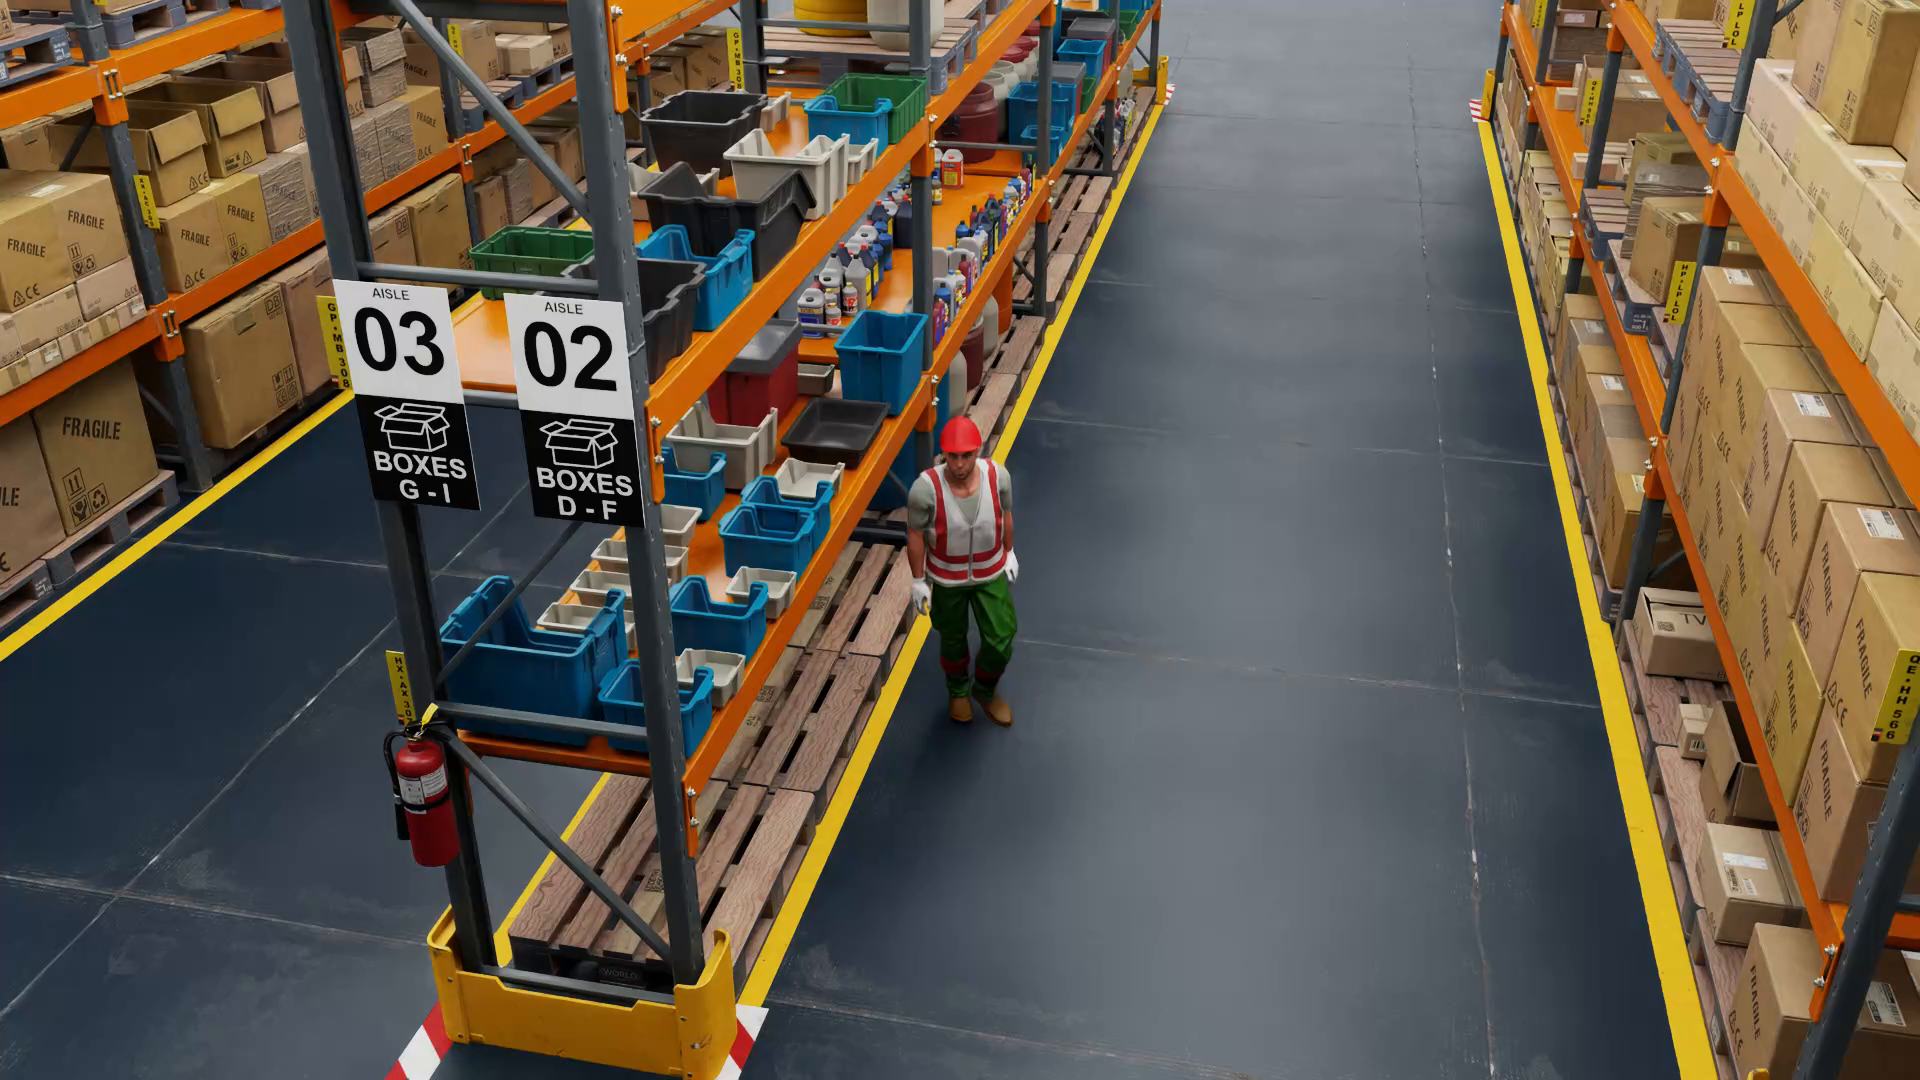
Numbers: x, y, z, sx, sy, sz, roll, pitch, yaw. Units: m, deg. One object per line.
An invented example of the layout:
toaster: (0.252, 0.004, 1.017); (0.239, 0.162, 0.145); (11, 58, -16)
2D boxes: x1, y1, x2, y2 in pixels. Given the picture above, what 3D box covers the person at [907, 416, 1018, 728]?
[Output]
person: (0.024, 0.167, 8.250); (0.579, 1.766, 0.518); (-4, 29, -7)
